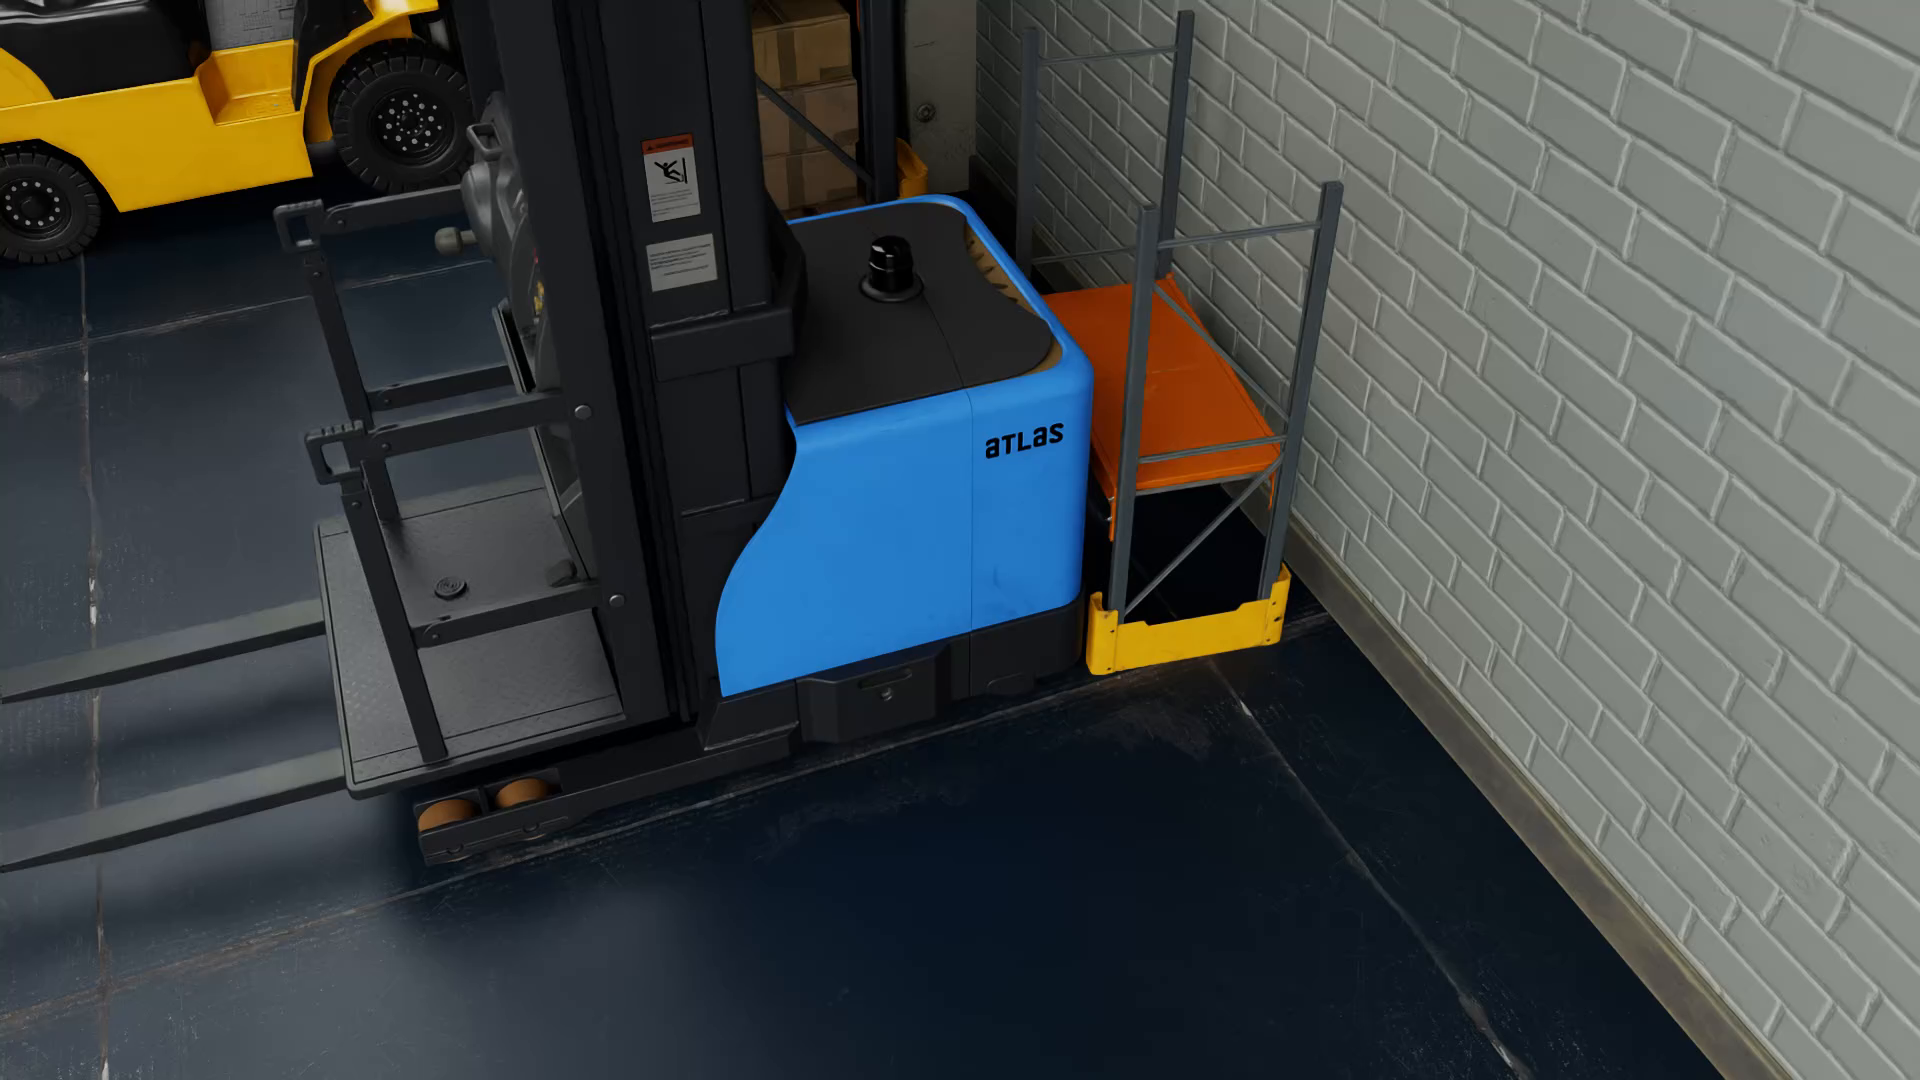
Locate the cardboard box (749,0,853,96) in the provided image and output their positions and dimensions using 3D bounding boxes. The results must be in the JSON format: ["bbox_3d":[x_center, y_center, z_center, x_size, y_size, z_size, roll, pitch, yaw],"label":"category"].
[{"bbox_3d":[-0.722,-1.884,6.160,0.500,0.250,0.500,-16,43,-18],"label":"cardboard box"}]

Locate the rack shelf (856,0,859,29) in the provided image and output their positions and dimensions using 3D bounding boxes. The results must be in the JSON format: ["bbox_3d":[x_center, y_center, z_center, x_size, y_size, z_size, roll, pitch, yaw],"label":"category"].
[{"bbox_3d":[-1.478,-2.984,6.971,1.077,0.370,4.000,-15,43,-17],"label":"rack shelf"}]

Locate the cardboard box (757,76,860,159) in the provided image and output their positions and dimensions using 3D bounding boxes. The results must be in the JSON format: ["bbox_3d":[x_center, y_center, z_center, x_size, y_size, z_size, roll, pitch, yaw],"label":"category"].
[{"bbox_3d":[-0.701,-1.693,6.321,0.500,0.250,0.500,-14,43,-16],"label":"cardboard box"}]

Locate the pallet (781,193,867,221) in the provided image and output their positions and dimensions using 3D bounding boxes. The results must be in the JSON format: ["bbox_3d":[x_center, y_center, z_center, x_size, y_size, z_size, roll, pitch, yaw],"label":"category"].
[{"bbox_3d":[-1.044,-1.445,6.768,1.003,0.211,1.213,-15,43,-17],"label":"pallet"}]

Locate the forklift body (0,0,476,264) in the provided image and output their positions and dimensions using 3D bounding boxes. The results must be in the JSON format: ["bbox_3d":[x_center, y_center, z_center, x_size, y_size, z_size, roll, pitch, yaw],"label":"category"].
[{"bbox_3d":[-3.124,-2.417,6.411,2.313,2.155,1.214,-15,43,-17],"label":"forklift body"}]

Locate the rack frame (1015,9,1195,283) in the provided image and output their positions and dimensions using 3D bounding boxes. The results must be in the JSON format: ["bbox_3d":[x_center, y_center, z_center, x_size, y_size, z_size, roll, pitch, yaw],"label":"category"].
[{"bbox_3d":[0.415,-0.879,5.122,0.500,1.500,0.032,-9,42,-11],"label":"rack frame"}]

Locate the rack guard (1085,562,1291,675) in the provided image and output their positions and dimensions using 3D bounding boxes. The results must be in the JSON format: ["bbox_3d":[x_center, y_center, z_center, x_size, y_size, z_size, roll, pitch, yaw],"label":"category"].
[{"bbox_3d":[0.655,0.226,4.796,0.587,0.250,0.087,-9,42,-11],"label":"rack guard"}]

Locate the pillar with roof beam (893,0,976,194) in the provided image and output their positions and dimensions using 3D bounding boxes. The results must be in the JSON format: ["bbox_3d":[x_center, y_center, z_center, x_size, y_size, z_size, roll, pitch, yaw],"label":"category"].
[{"bbox_3d":[-4.124,-3.897,2.879,9.100,9.000,0.400,-15,43,-17],"label":"pillar with roof beam"}]

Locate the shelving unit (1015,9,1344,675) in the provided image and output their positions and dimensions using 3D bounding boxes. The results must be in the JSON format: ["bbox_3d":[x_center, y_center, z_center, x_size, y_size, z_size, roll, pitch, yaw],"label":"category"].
[{"bbox_3d":[0.535,-0.563,4.755,0.587,1.500,1.083,-9,42,-11],"label":"shelving unit"}]

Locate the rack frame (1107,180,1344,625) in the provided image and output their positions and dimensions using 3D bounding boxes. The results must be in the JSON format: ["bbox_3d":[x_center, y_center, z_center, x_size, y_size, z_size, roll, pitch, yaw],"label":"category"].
[{"bbox_3d":[0.660,-0.236,4.374,0.500,1.500,0.032,-9,42,-11],"label":"rack frame"}]

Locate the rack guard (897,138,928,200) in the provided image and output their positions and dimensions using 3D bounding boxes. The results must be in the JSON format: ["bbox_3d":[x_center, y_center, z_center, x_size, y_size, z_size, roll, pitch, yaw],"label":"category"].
[{"bbox_3d":[-0.704,-1.089,6.133,1.175,0.500,0.348,-15,43,-17],"label":"rack guard"}]

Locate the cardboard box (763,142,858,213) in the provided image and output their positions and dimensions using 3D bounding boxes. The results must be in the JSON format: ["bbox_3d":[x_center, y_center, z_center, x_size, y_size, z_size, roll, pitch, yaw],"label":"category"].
[{"bbox_3d":[-0.720,-1.513,6.496,0.500,0.250,0.500,-15,43,-17],"label":"cardboard box"}]

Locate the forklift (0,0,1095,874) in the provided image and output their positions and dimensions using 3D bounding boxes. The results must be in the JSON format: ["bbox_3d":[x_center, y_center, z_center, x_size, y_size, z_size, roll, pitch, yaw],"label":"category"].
[{"bbox_3d":[-1.220,-0.674,3.786,3.031,2.935,1.130,-14,43,-16],"label":"forklift"}]

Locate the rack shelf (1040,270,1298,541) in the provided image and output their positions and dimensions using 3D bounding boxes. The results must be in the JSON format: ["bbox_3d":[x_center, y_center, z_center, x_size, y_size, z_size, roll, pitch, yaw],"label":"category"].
[{"bbox_3d":[0.538,-0.421,4.865,0.538,0.185,1.000,-9,42,-11],"label":"rack shelf"}]

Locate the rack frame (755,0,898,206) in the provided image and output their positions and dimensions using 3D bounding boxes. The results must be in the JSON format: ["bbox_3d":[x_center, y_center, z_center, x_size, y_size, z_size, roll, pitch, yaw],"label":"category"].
[{"bbox_3d":[-0.713,-2.052,5.335,1.000,3.000,0.127,-15,43,-17],"label":"rack frame"}]
